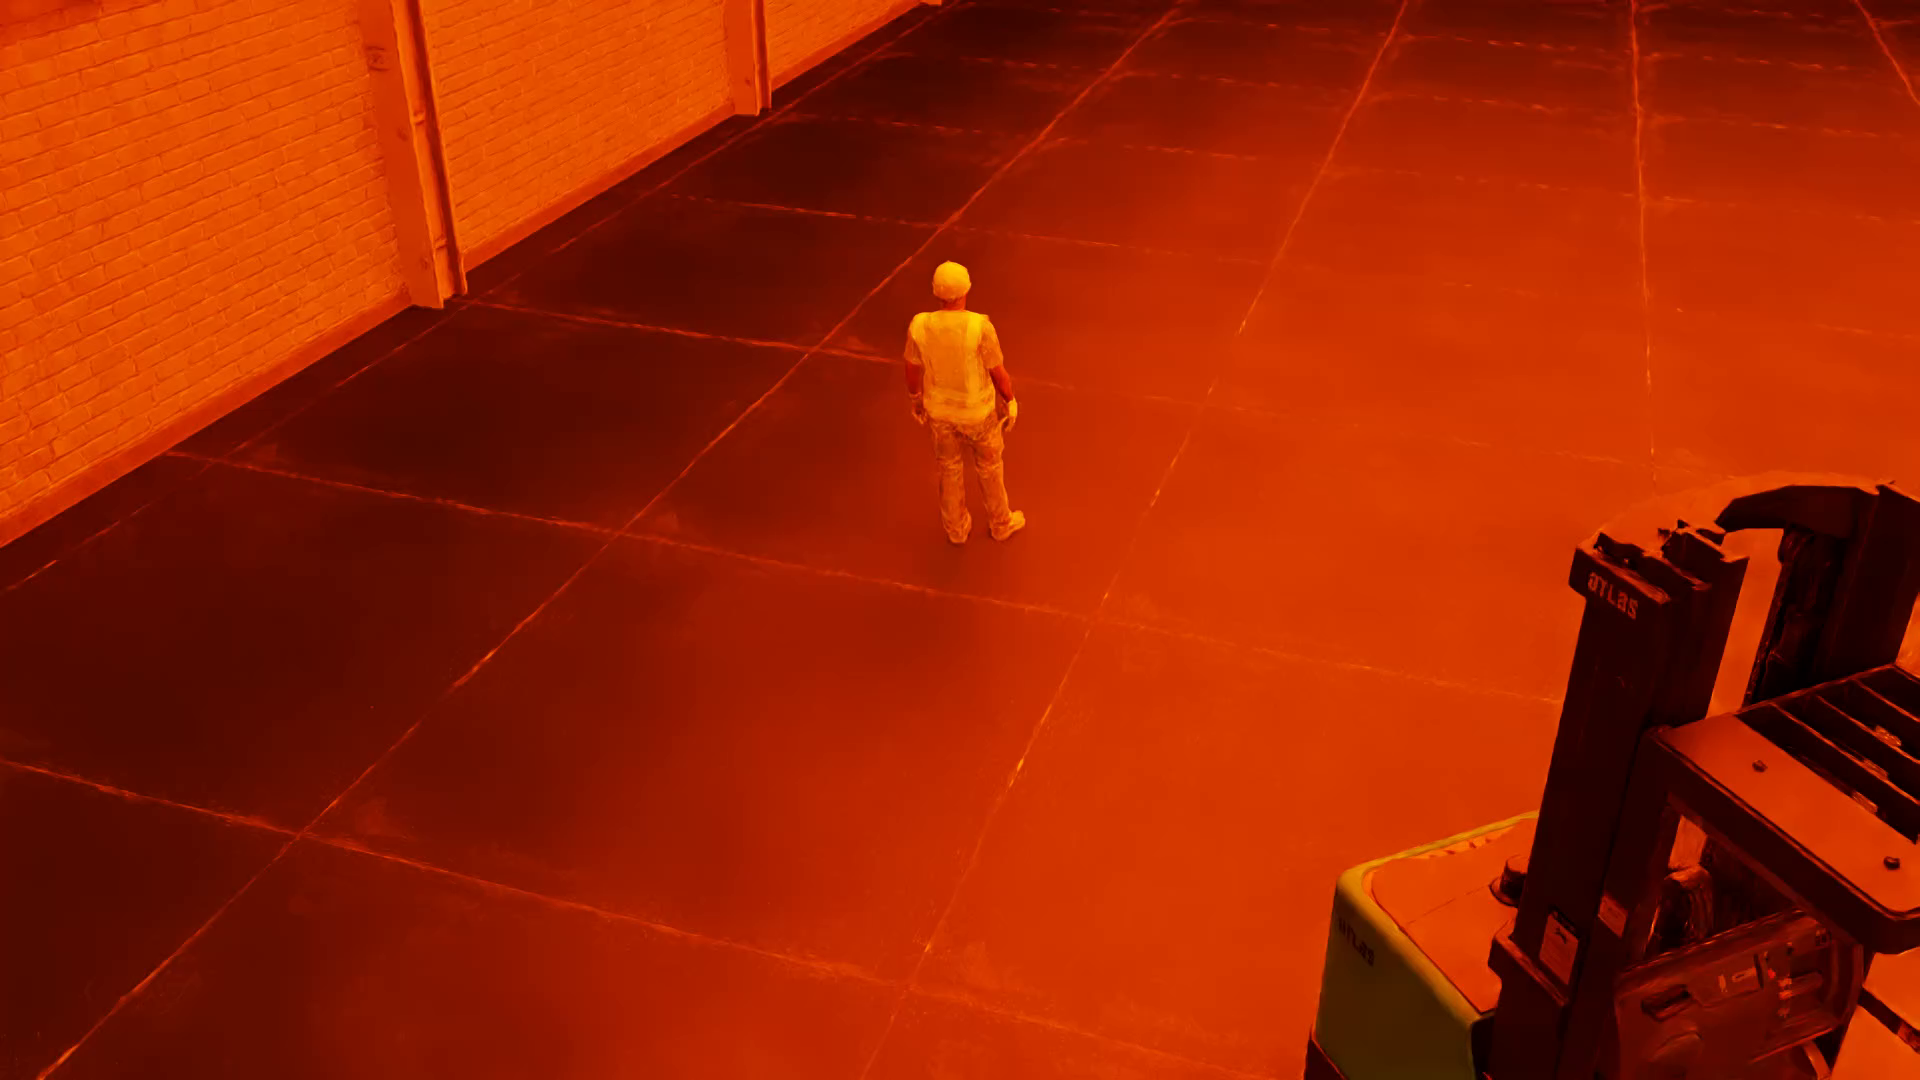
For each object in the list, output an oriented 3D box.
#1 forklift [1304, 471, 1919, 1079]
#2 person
[{"bbox_3d":[2.351,1.409,4.666,1.130,2.935,3.031,-12,32,-20],"label":"forklift"},{"bbox_3d":[0.031,-0.813,9.708,0.655,1.782,0.575,10,31,16],"label":"person"}]
